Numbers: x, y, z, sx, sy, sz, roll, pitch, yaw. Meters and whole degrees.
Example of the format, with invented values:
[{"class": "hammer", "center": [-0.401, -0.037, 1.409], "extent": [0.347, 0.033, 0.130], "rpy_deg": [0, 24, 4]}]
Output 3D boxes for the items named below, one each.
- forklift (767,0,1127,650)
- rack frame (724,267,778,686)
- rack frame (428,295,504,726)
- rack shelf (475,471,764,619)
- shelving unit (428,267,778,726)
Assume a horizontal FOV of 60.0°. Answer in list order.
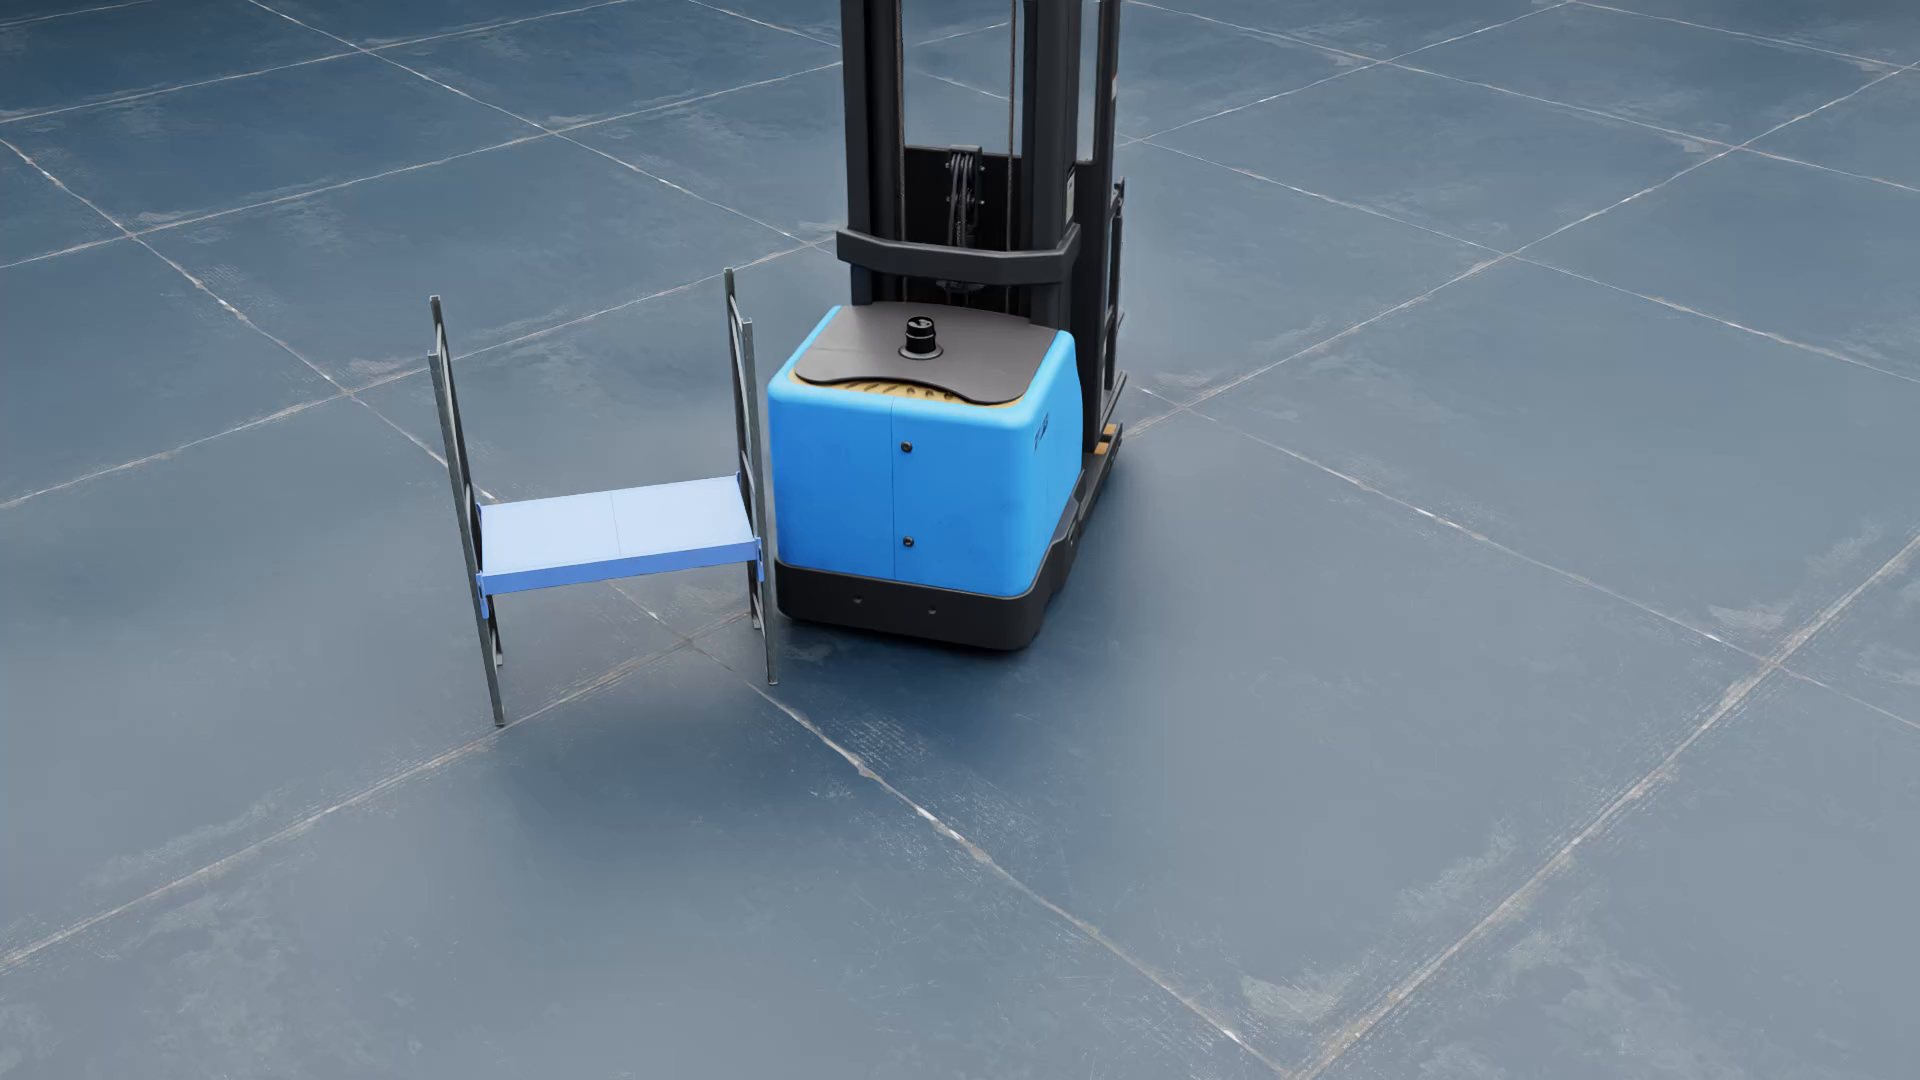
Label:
[{"class": "forklift", "center": [0.145, -1.584, 7.031], "extent": [1.130, 2.935, 3.031], "rpy_deg": [8, 32, 13]}, {"class": "rack frame", "center": [-0.772, -0.212, 6.159], "extent": [0.032, 1.500, 0.500], "rpy_deg": [-8, 32, -12]}, {"class": "rack frame", "center": [-1.757, -0.081, 5.945], "extent": [0.032, 1.500, 0.500], "rpy_deg": [-8, 32, -12]}, {"class": "rack shelf", "center": [-1.265, 0.007, 6.146], "extent": [1.000, 0.185, 0.538], "rpy_deg": [-8, 32, -12]}, {"class": "shelving unit", "center": [-1.265, -0.147, 6.052], "extent": [1.048, 1.500, 0.538], "rpy_deg": [-8, 32, -12]}]
